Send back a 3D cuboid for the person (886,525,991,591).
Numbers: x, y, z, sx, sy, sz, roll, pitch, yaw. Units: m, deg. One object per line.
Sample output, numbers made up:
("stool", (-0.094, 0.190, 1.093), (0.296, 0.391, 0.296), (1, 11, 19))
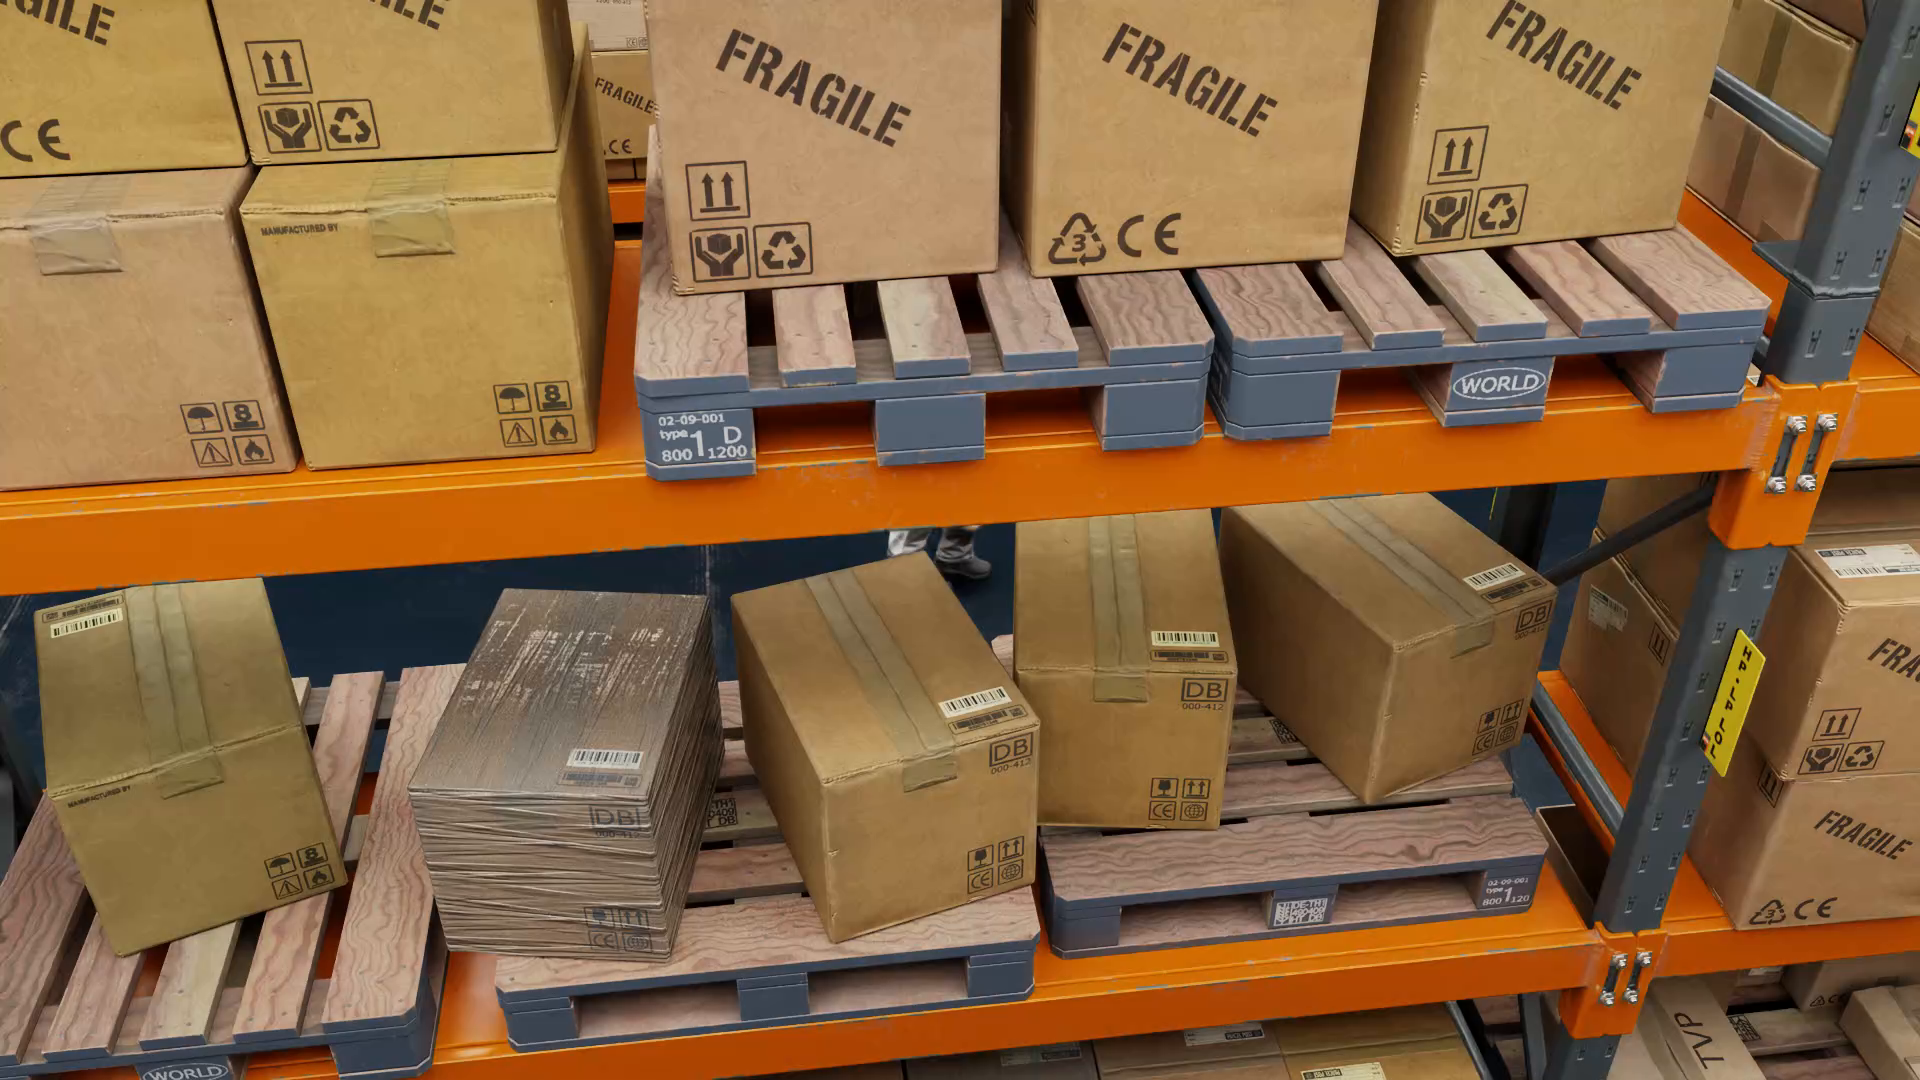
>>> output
("person", (-0.067, -0.483, 6.807), (0.538, 1.782, 0.579), (3, 35, 4))
